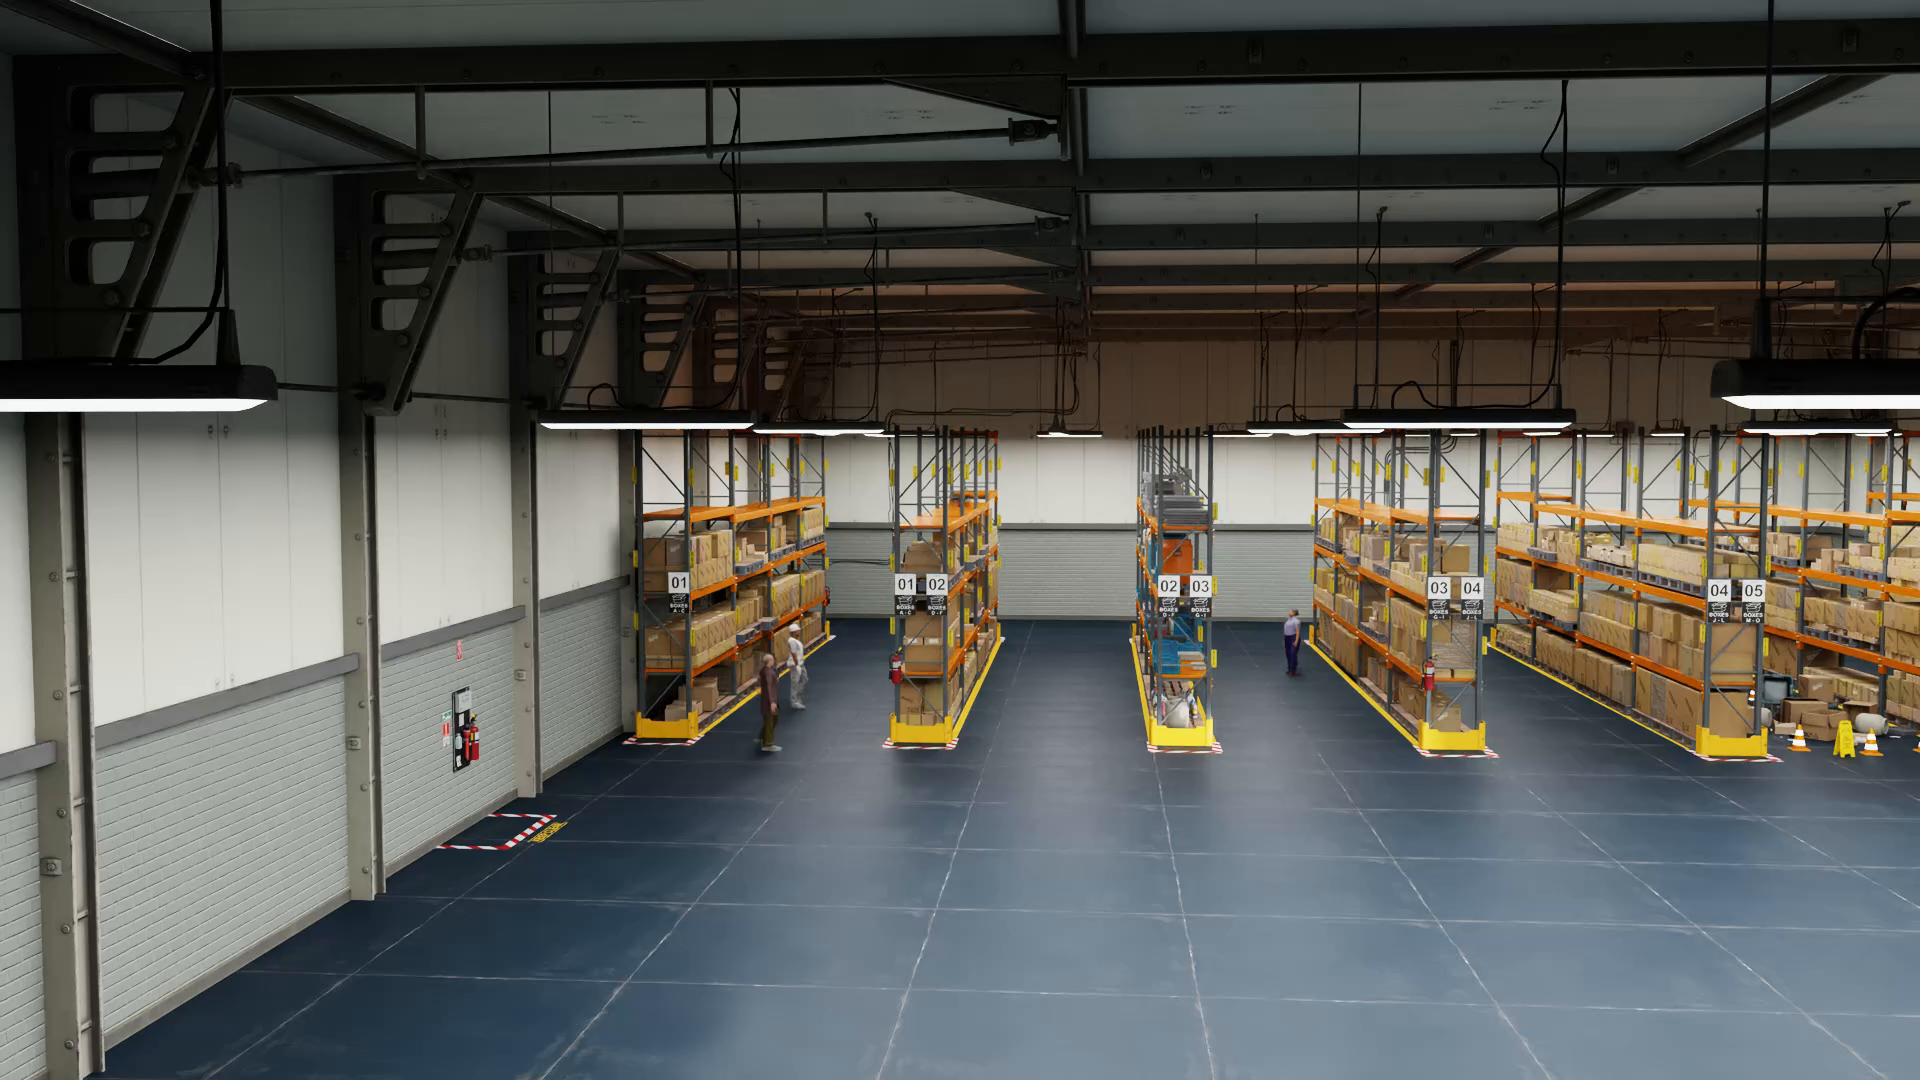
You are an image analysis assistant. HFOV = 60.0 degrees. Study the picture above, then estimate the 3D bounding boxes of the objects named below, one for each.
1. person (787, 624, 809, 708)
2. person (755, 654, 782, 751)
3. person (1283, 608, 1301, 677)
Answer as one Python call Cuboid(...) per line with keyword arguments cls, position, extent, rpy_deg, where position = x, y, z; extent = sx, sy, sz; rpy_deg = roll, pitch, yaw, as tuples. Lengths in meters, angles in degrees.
Cuboid(cls="person", position=(-3.504, 2.709, 35.559), extent=(0.438, 1.830, 0.584), rpy_deg=(1, 3, 11))
Cuboid(cls="person", position=(-3.537, 3.004, 30.667), extent=(0.488, 1.806, 0.678), rpy_deg=(-1, 3, -10))
Cuboid(cls="person", position=(8.032, 2.485, 40.563), extent=(0.560, 1.628, 0.502), rpy_deg=(-3, 4, -37))
